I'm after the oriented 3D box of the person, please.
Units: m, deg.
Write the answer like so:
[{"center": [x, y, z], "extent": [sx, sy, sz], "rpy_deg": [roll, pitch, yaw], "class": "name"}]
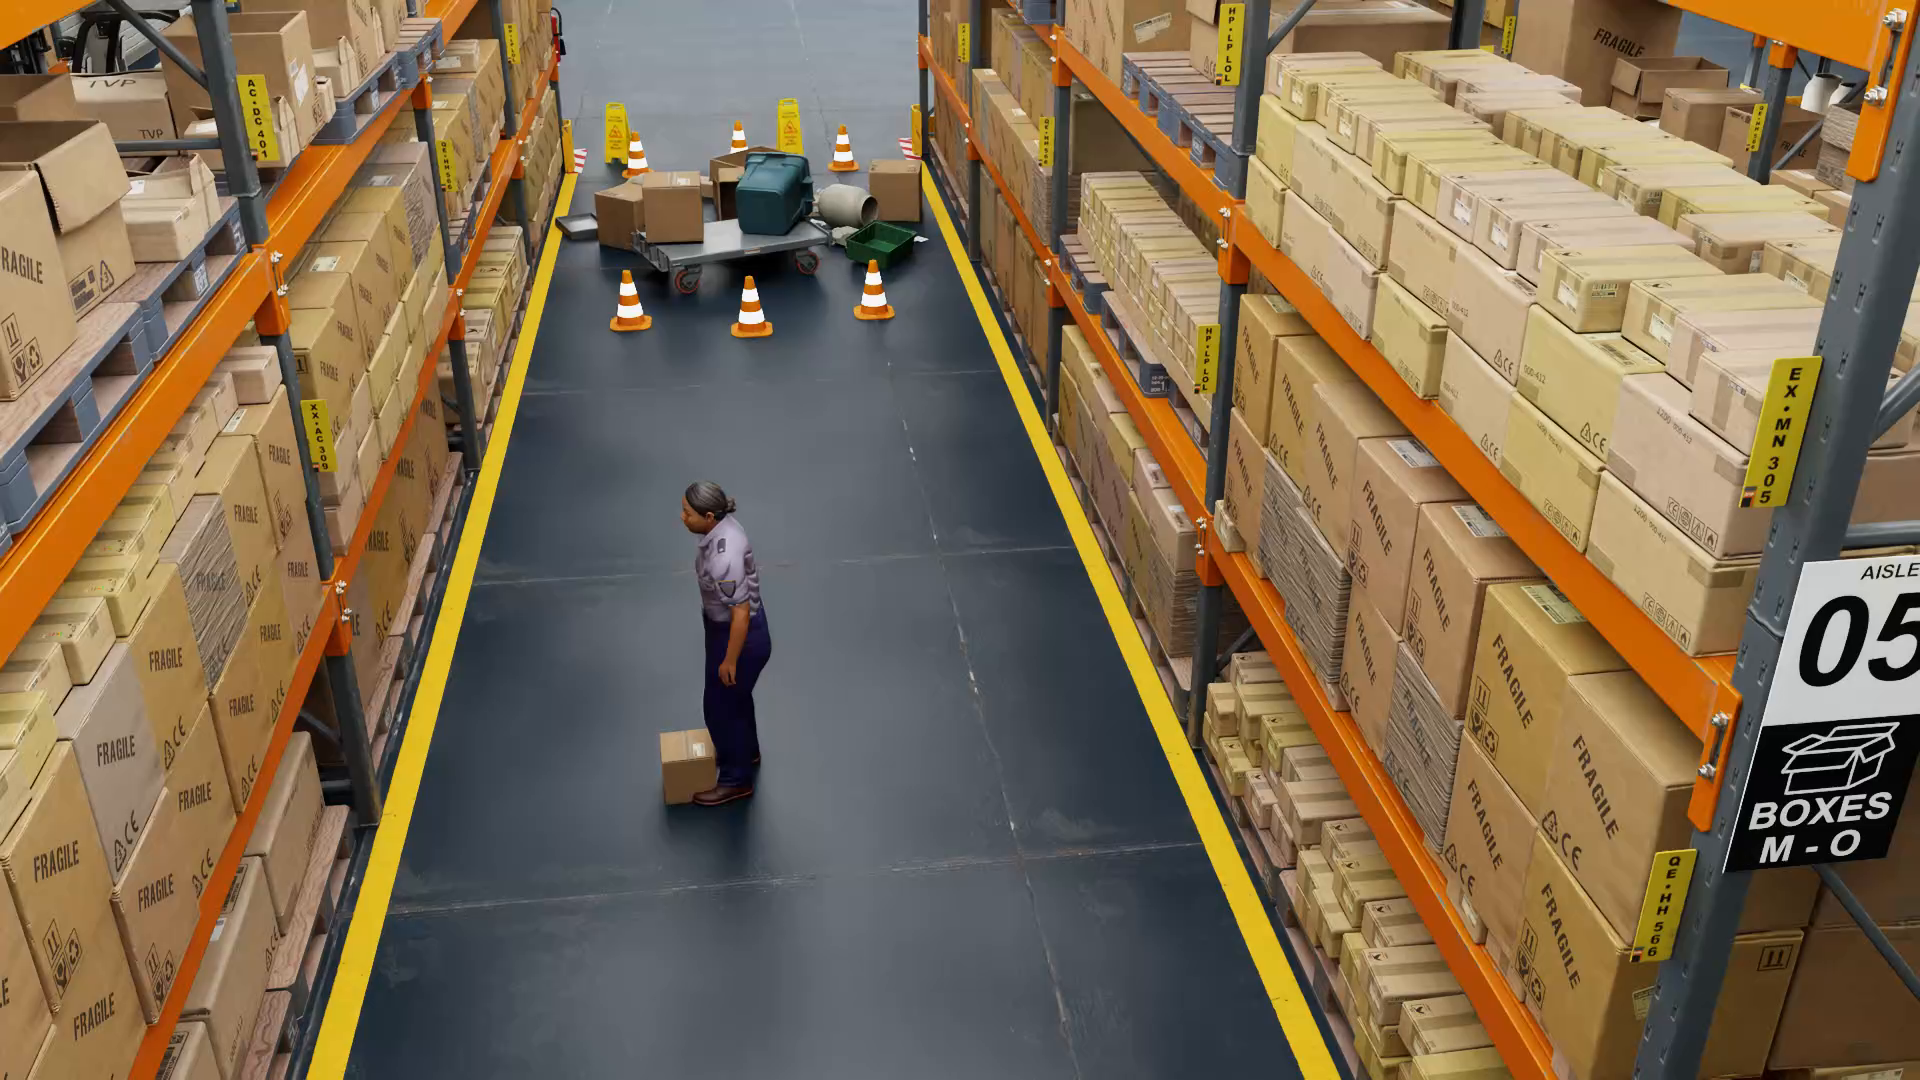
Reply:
[{"center": [-1.102, 0.460, 7.753], "extent": [0.426, 1.636, 0.562], "rpy_deg": [-5, 28, -10], "class": "person"}]
